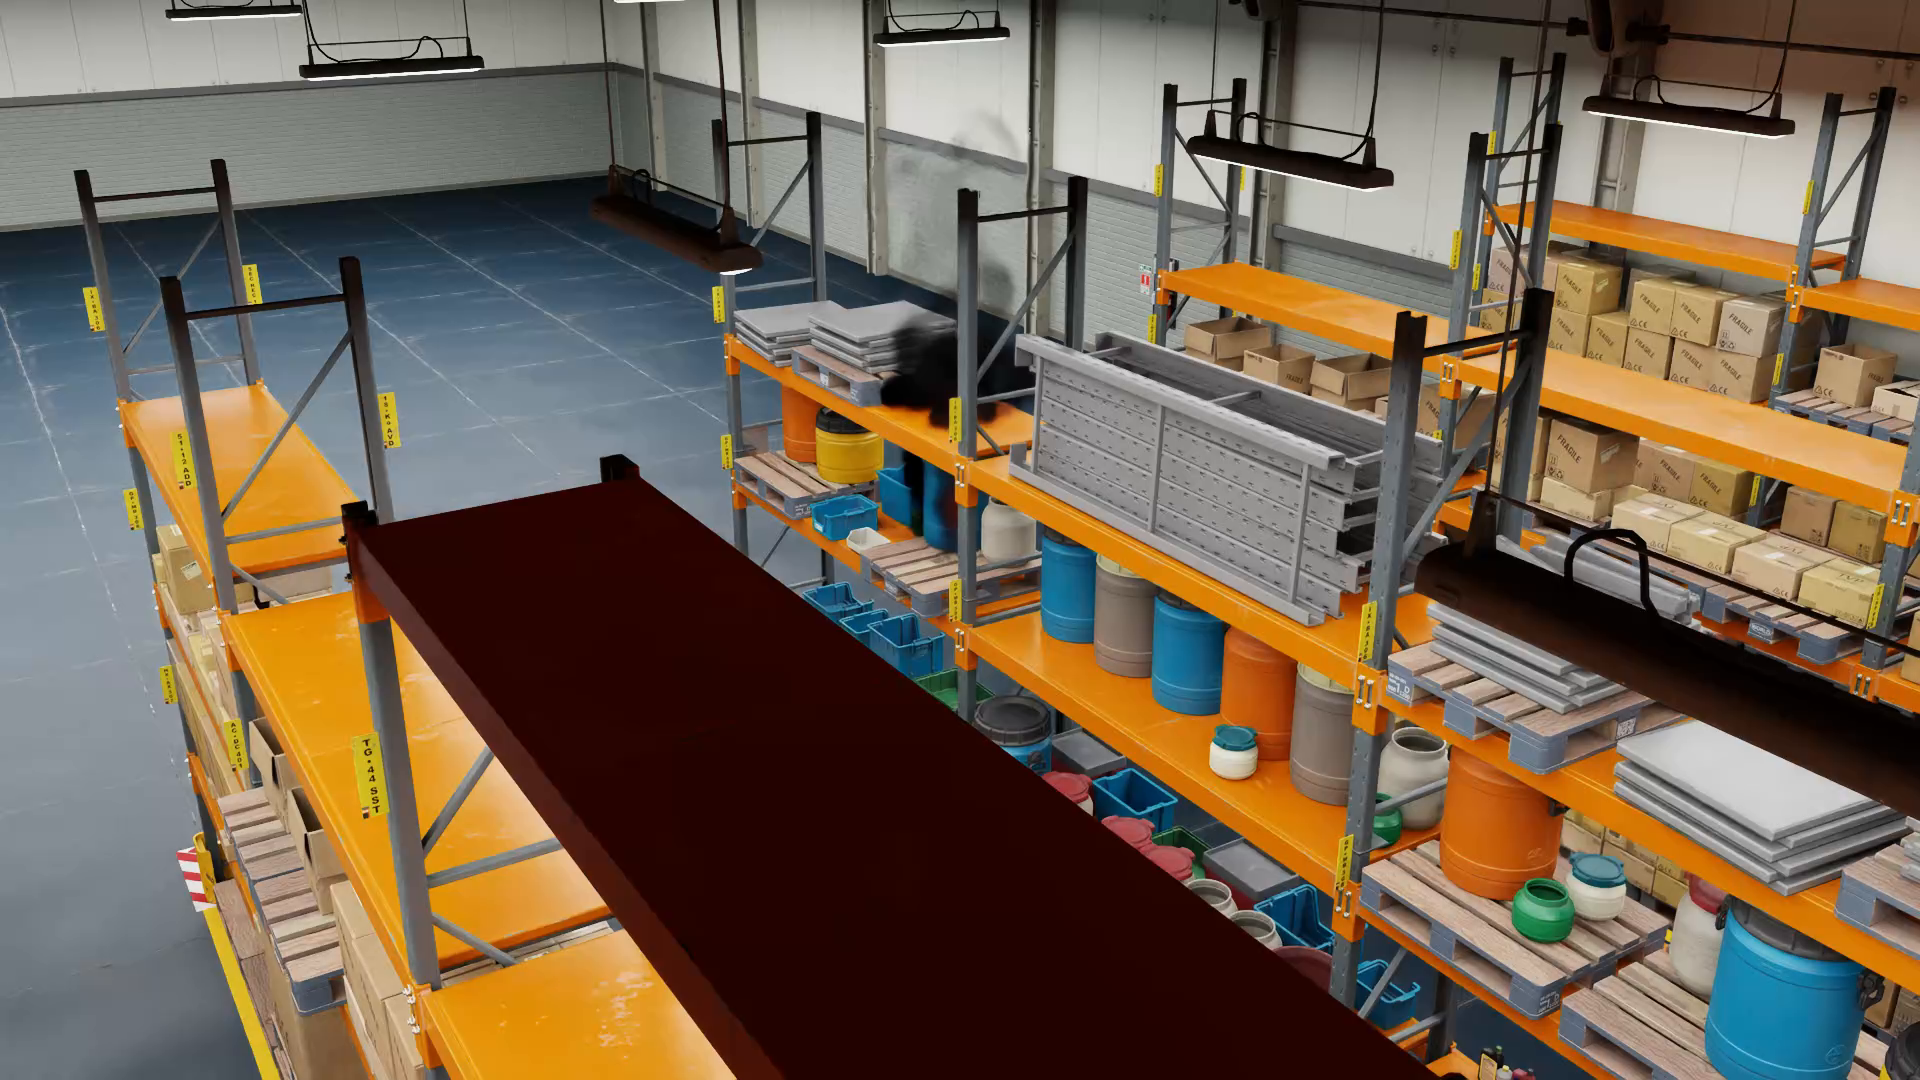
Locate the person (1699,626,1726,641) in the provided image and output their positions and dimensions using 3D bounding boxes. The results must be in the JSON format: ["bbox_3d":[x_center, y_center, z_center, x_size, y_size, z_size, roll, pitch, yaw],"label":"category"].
[{"bbox_3d":[6.866,1.268,15.837,0.688,1.807,1.018,-14,26,-31],"label":"person"}]
